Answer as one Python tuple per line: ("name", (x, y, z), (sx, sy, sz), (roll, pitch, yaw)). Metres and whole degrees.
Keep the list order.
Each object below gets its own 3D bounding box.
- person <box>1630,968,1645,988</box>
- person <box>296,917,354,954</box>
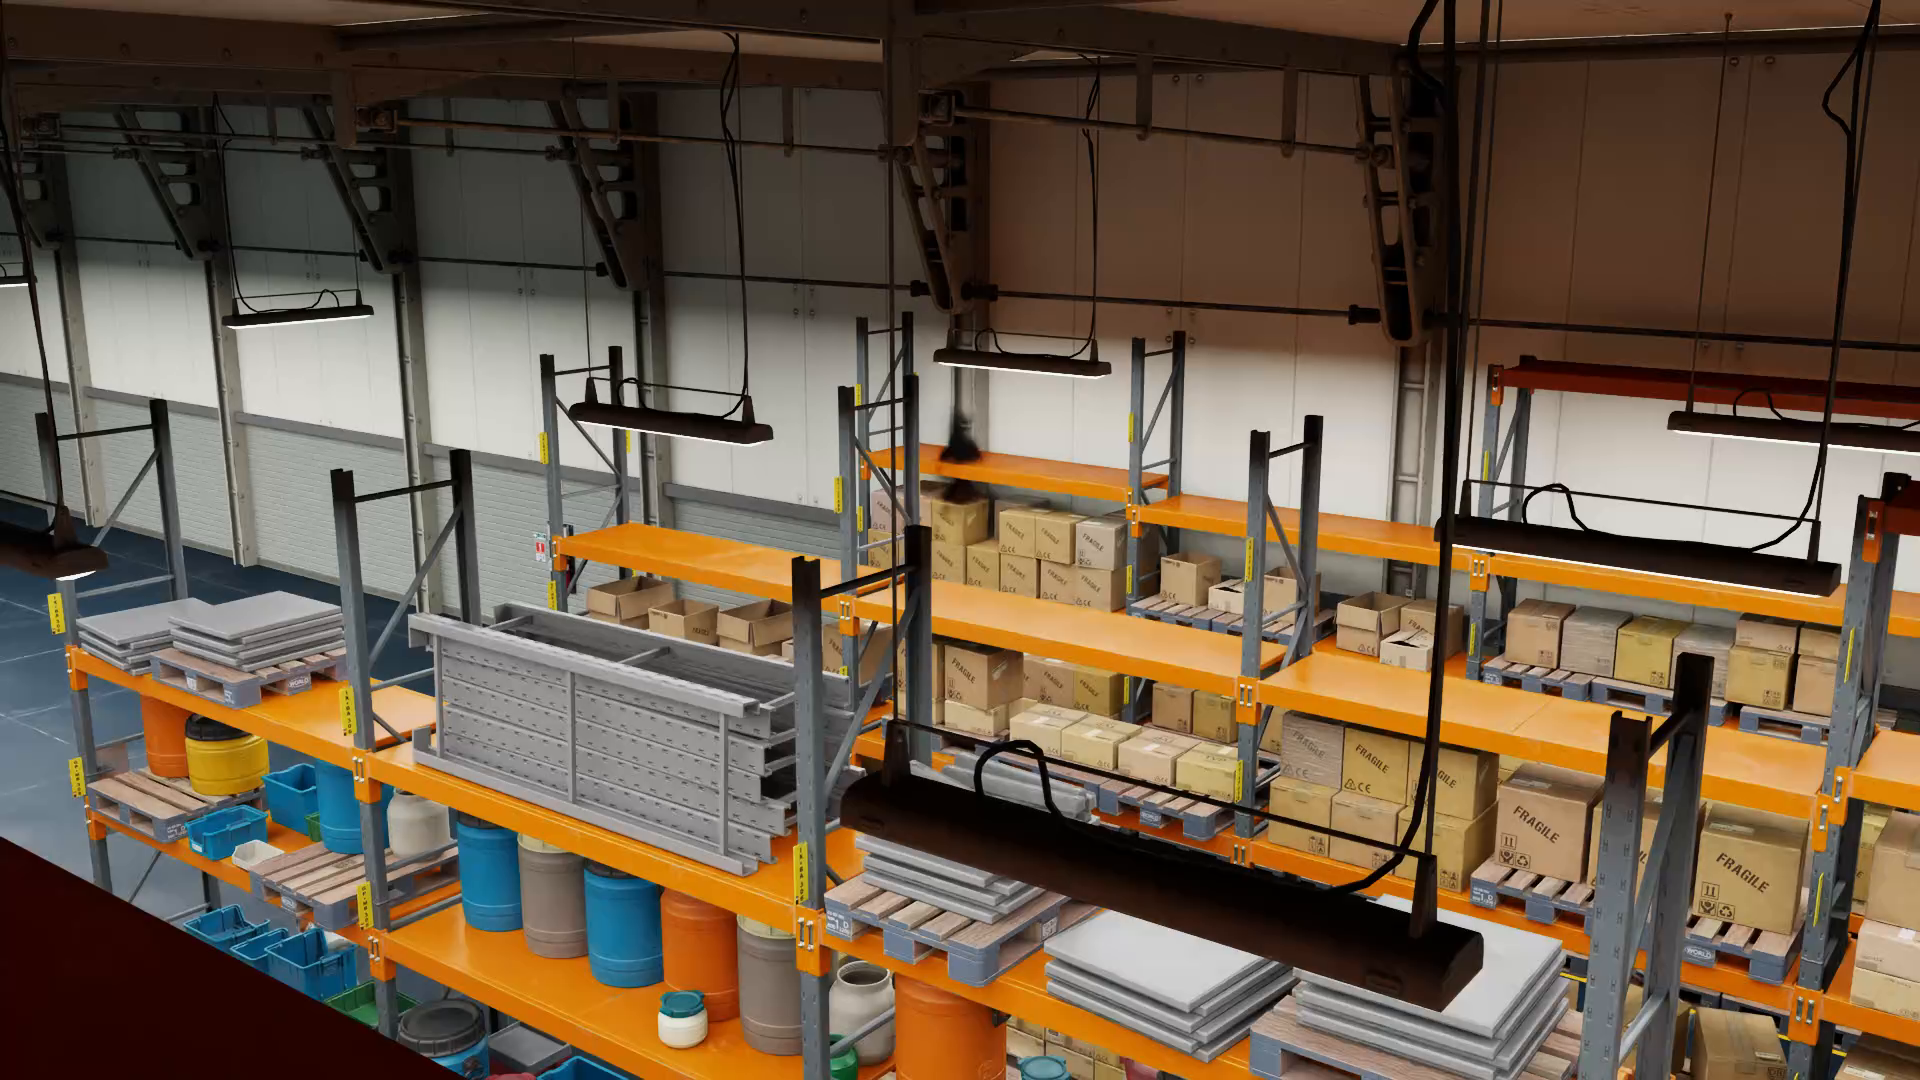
("person", (5.627, 4.225, 13.395), (0.796, 1.655, 0.591), (12, 17, 41))
("person", (-5.887, 3.730, 15.516), (0.673, 1.658, 0.713), (8, 15, 30))
